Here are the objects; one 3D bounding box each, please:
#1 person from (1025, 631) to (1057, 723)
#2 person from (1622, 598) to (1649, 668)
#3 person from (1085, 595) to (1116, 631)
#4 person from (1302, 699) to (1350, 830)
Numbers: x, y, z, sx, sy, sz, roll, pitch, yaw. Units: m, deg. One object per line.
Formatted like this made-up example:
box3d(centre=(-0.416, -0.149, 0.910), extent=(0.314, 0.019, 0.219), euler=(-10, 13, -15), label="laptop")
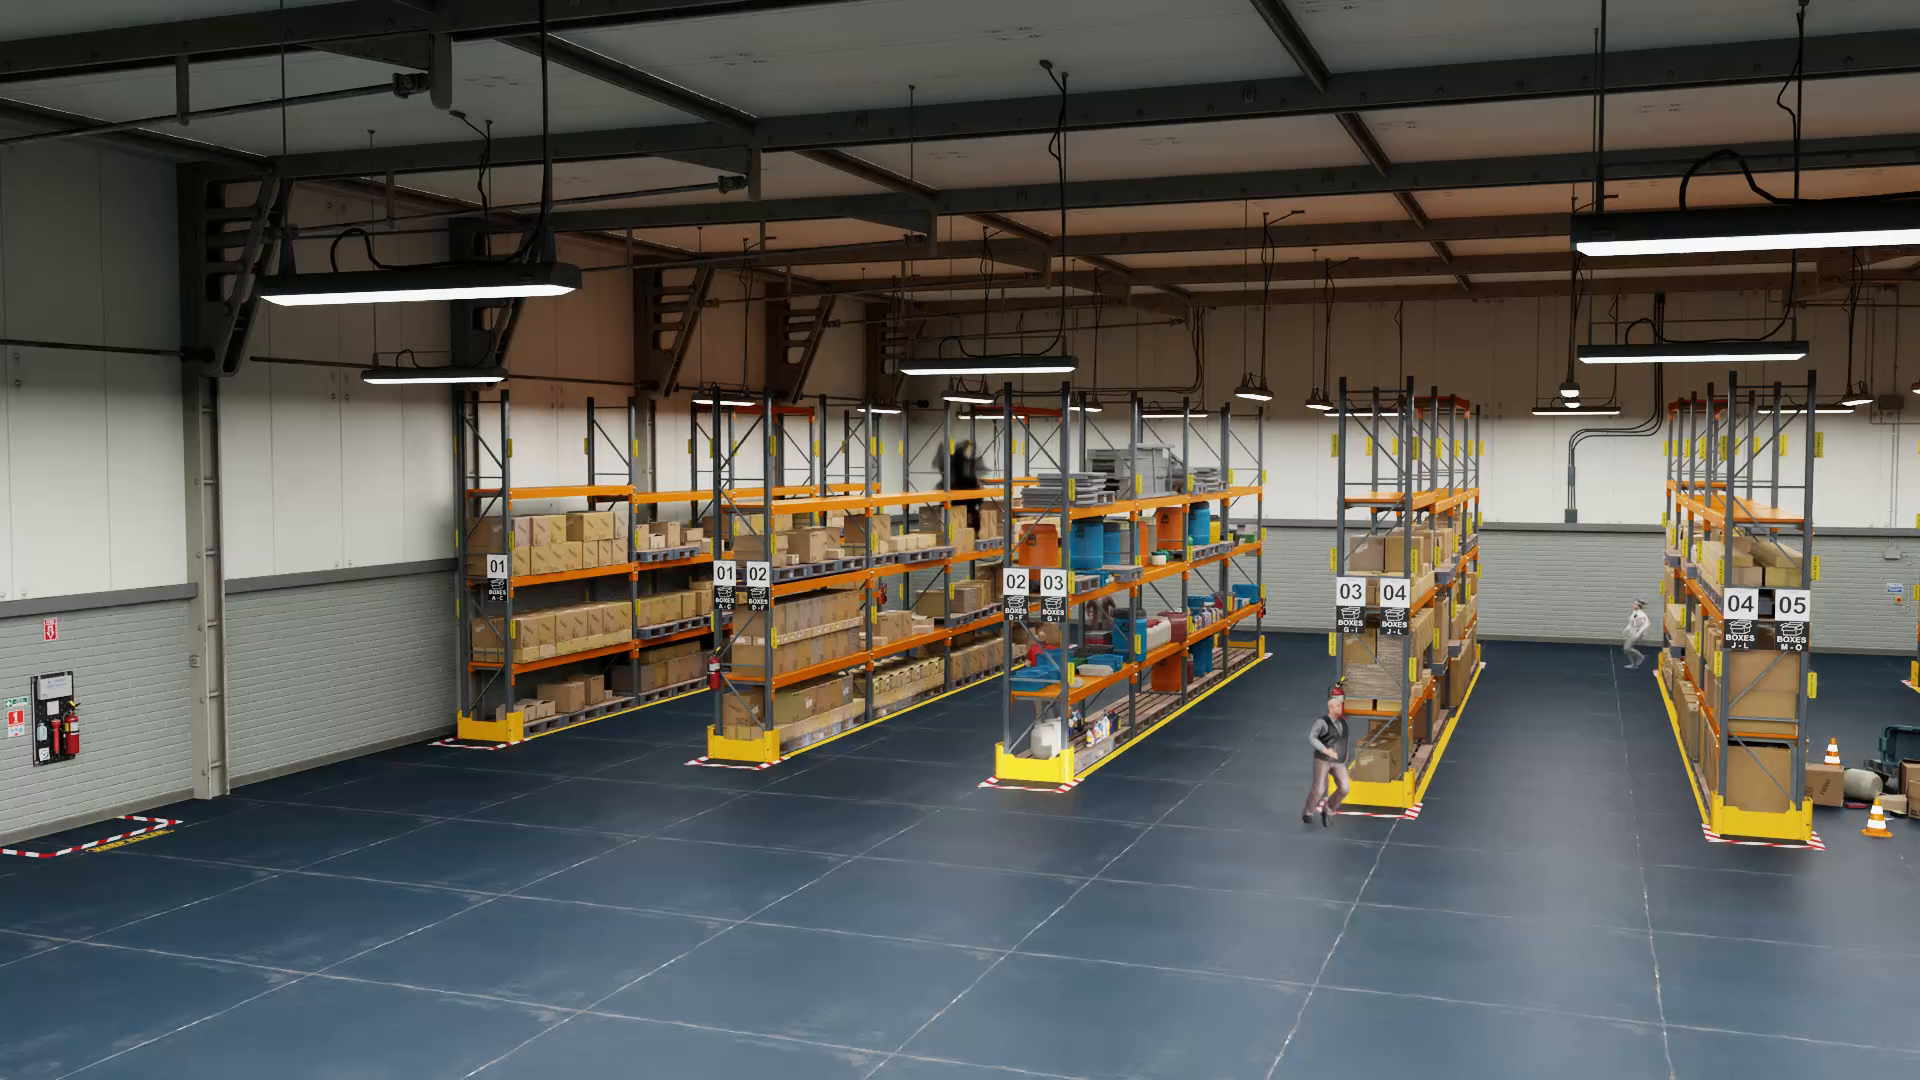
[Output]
box3d(centre=(1.482, 2.494, 30.263), extent=(0.659, 1.674, 0.600), euler=(1, 3, 19), label="person")
box3d(centre=(15.251, 2.122, 37.568), extent=(0.496, 1.628, 0.670), euler=(0, 3, 0), label="person")
box3d(centre=(3.320, 1.950, 39.566), extent=(0.723, 1.745, 0.619), euler=(1, 3, 13), label="person")
box3d(centre=(4.913, 2.946, 21.984), extent=(0.700, 1.700, 0.651), euler=(-1, 3, -21), label="person")
